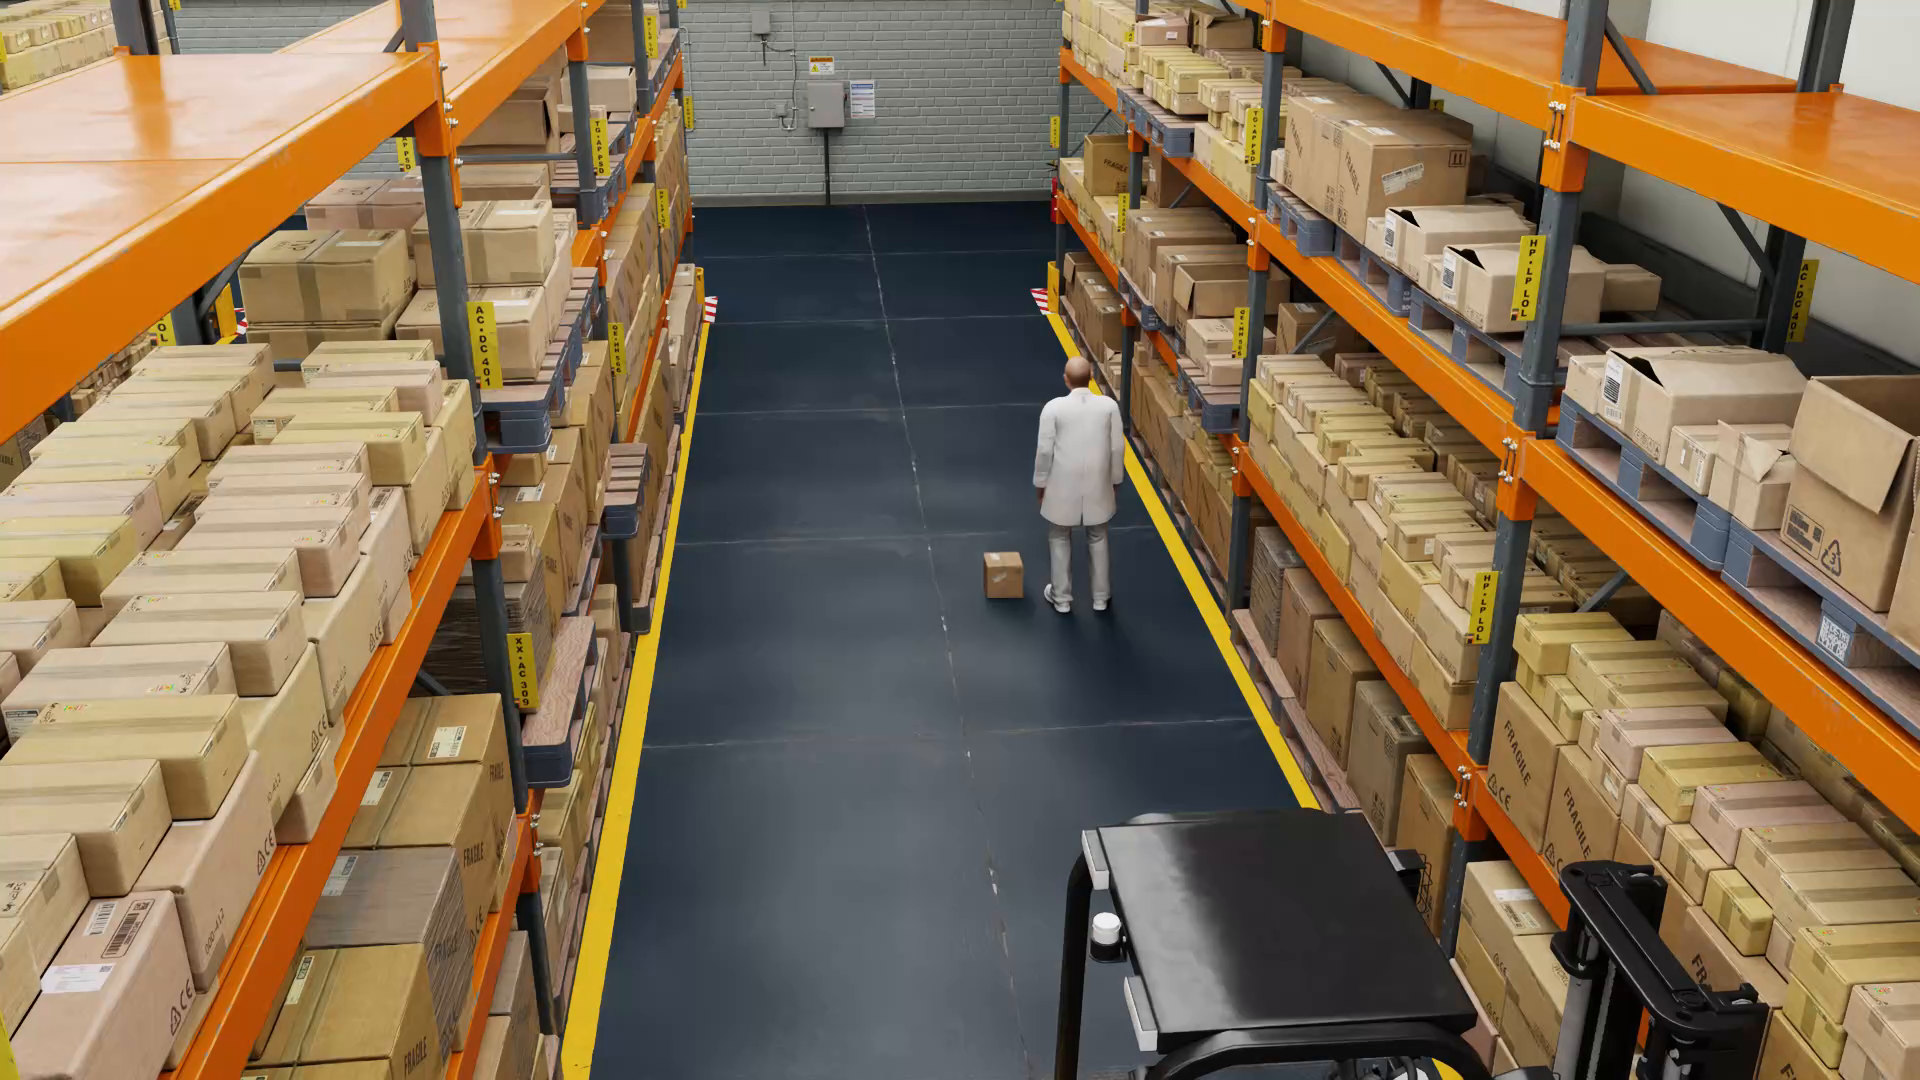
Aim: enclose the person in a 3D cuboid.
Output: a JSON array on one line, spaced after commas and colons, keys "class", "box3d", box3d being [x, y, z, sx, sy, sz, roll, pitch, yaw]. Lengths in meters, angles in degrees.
[{"class": "person", "box3d": [0.798, -0.372, 11.217, 0.622, 1.774, 0.426, -3, 24, -6]}]
